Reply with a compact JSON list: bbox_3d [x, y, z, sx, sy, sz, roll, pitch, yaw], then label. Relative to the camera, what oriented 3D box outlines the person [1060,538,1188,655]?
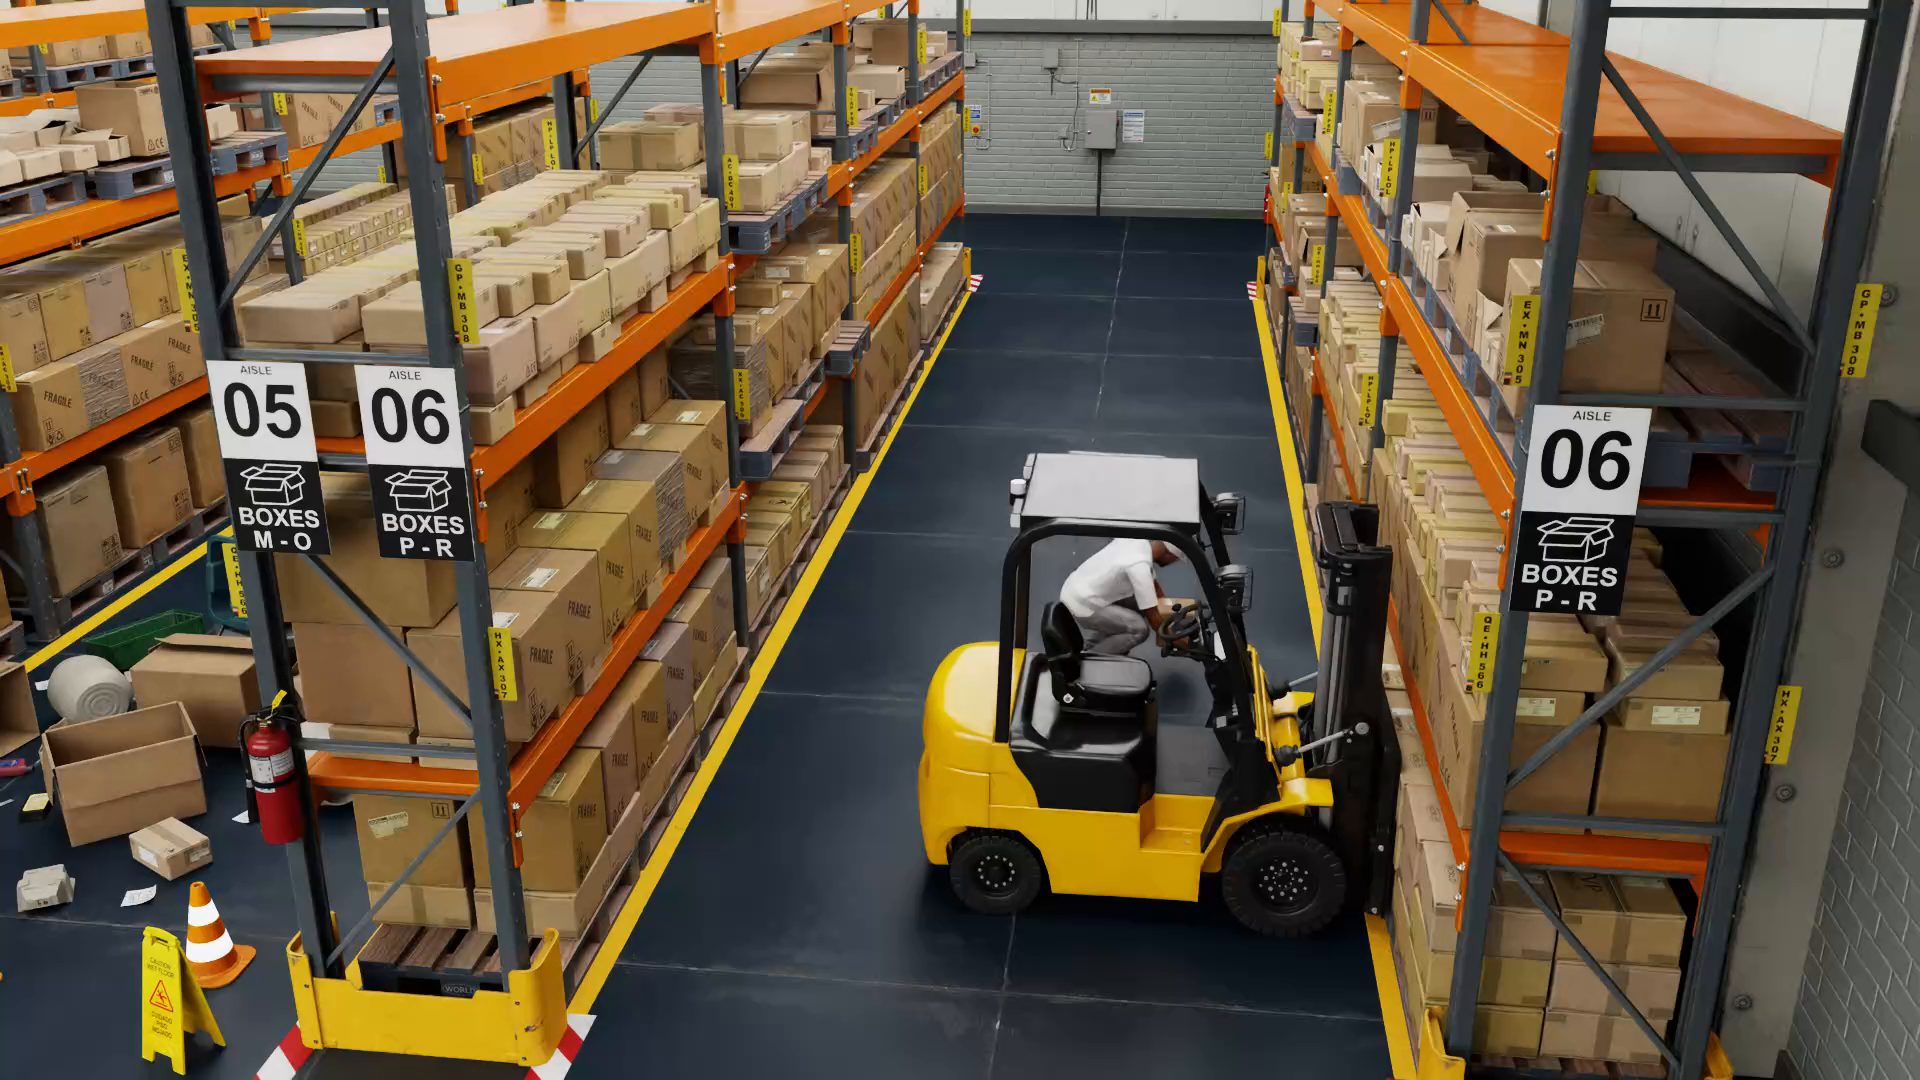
[{"bbox_3d":[1.116,0.371,11.164,0.887,0.999,0.589,2,21,6],"label":"person"}]
